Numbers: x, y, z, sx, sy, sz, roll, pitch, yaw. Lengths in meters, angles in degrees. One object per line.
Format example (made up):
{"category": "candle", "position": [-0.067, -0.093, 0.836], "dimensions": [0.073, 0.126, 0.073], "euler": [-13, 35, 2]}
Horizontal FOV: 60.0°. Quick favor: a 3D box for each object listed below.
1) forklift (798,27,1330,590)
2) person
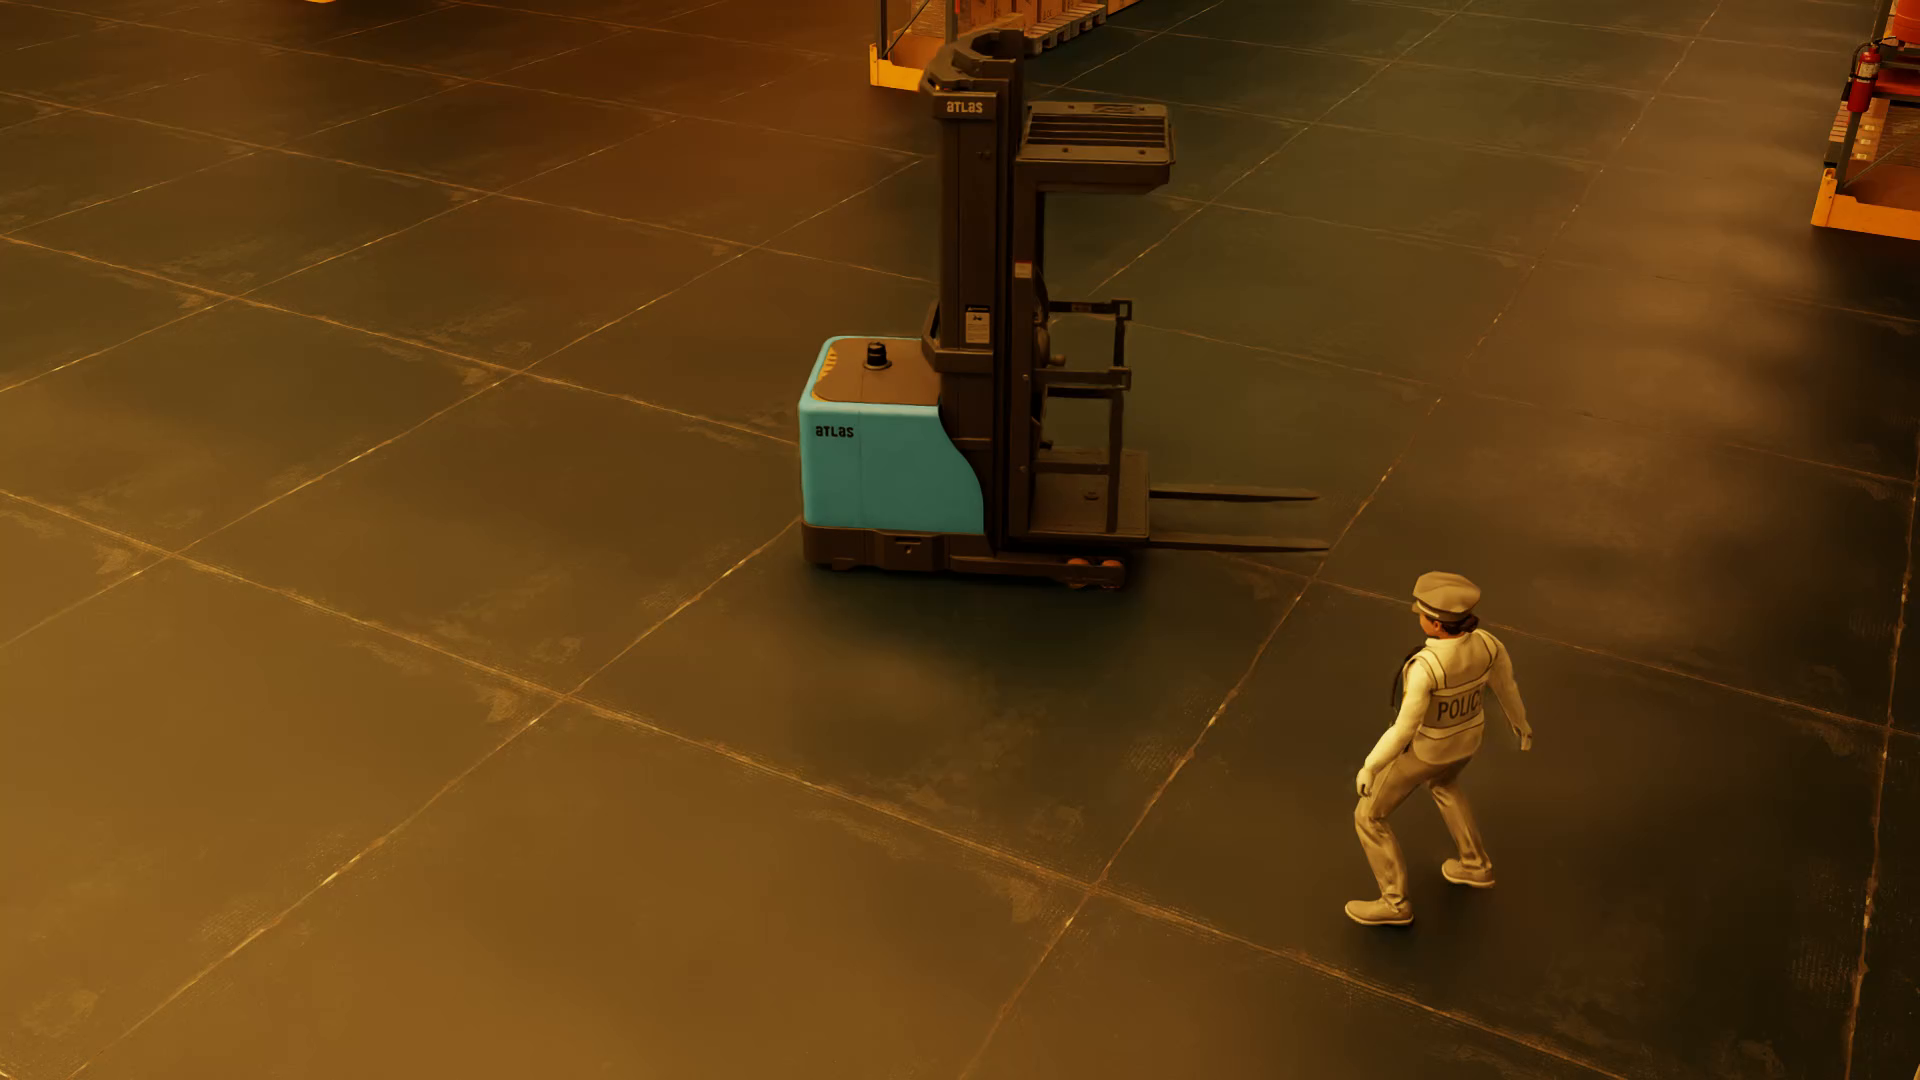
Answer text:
{"category": "forklift", "position": [0.634, -1.266, 9.264], "dimensions": [3.031, 2.935, 1.130], "euler": [3, 30, 5]}
{"category": "person", "position": [2.041, 0.859, 6.943], "dimensions": [0.810, 1.589, 0.456], "euler": [-14, 33, -22]}
